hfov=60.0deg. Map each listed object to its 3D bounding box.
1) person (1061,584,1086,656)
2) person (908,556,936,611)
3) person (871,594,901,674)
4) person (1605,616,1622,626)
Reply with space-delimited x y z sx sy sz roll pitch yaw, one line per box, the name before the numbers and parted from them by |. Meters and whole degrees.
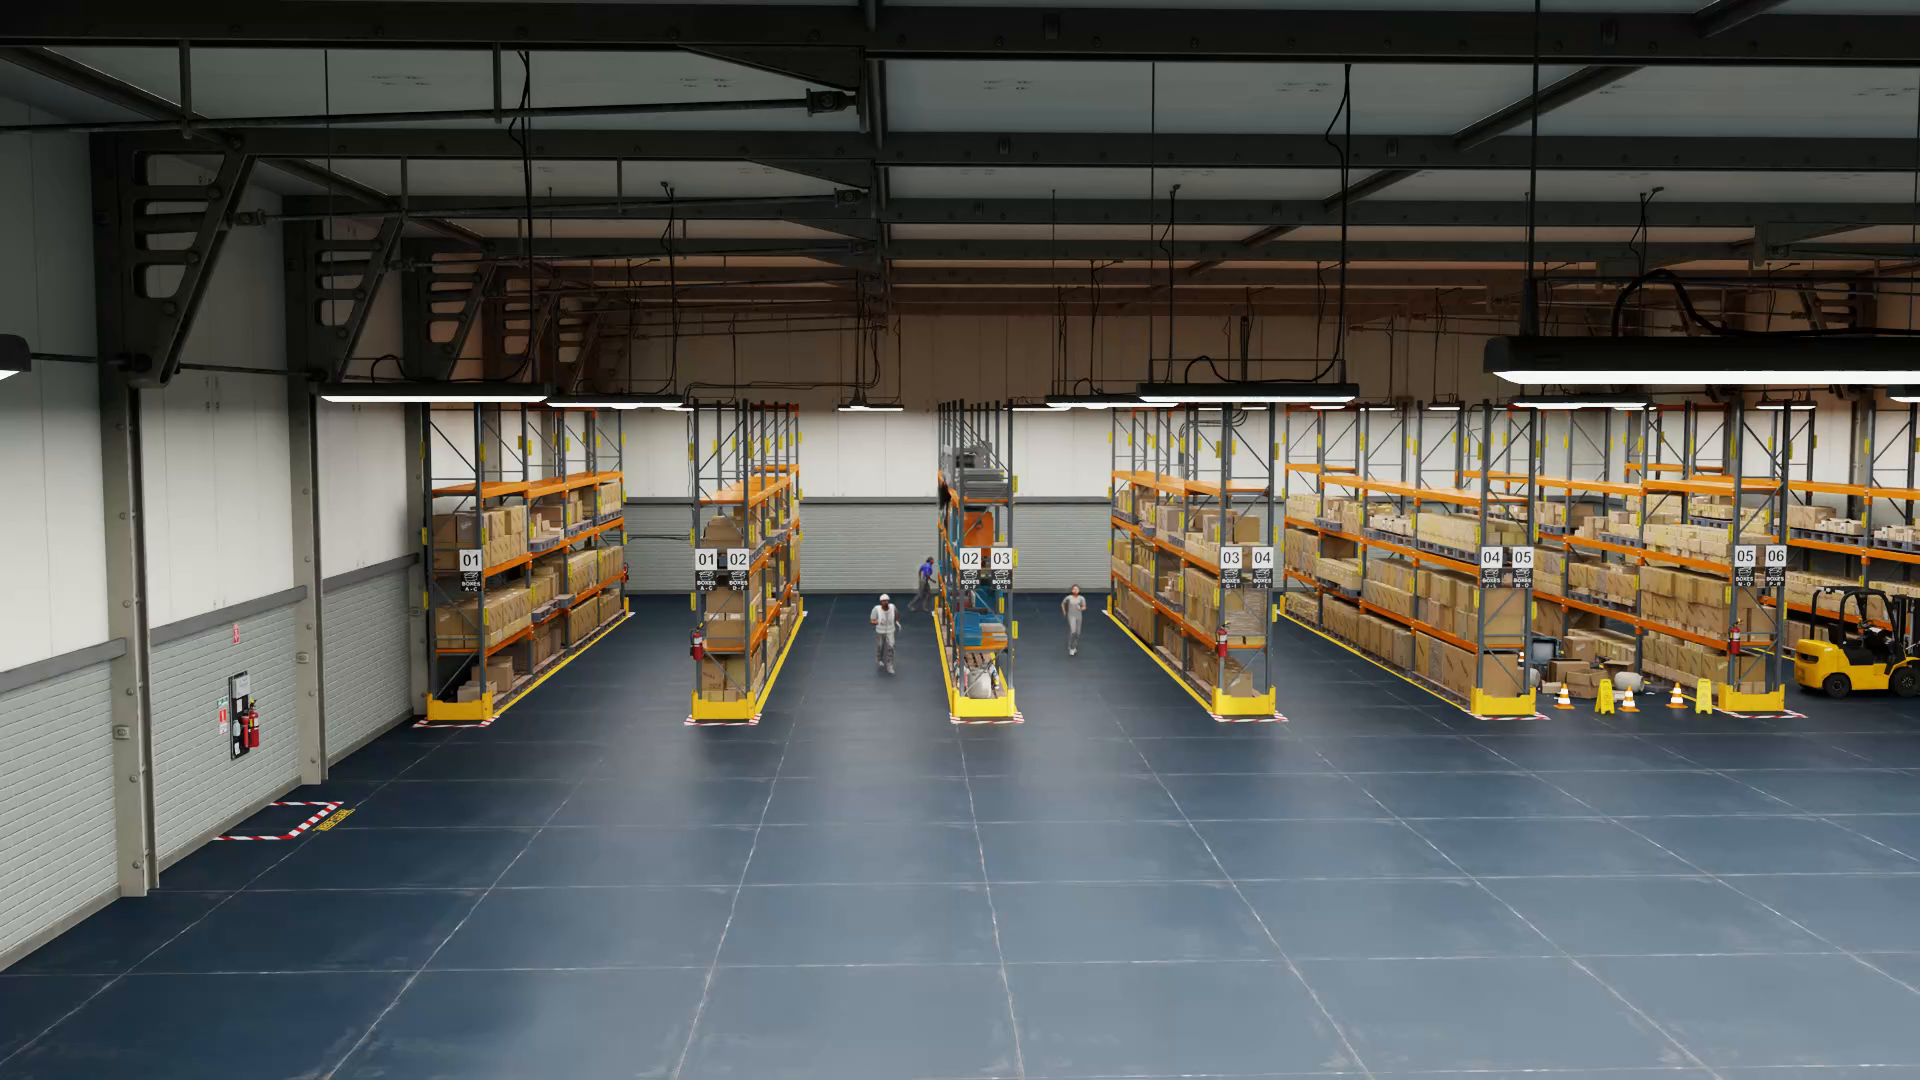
person | 2.720 1.895 39.438 0.527 1.688 0.702 -1 4 -12
person | -1.114 1.272 48.262 0.835 1.617 0.564 0 4 -4
person | -1.651 2.052 36.844 0.700 1.755 0.997 -1 4 -9
person | 17.504 1.523 44.636 0.615 1.639 0.698 -2 5 -25
